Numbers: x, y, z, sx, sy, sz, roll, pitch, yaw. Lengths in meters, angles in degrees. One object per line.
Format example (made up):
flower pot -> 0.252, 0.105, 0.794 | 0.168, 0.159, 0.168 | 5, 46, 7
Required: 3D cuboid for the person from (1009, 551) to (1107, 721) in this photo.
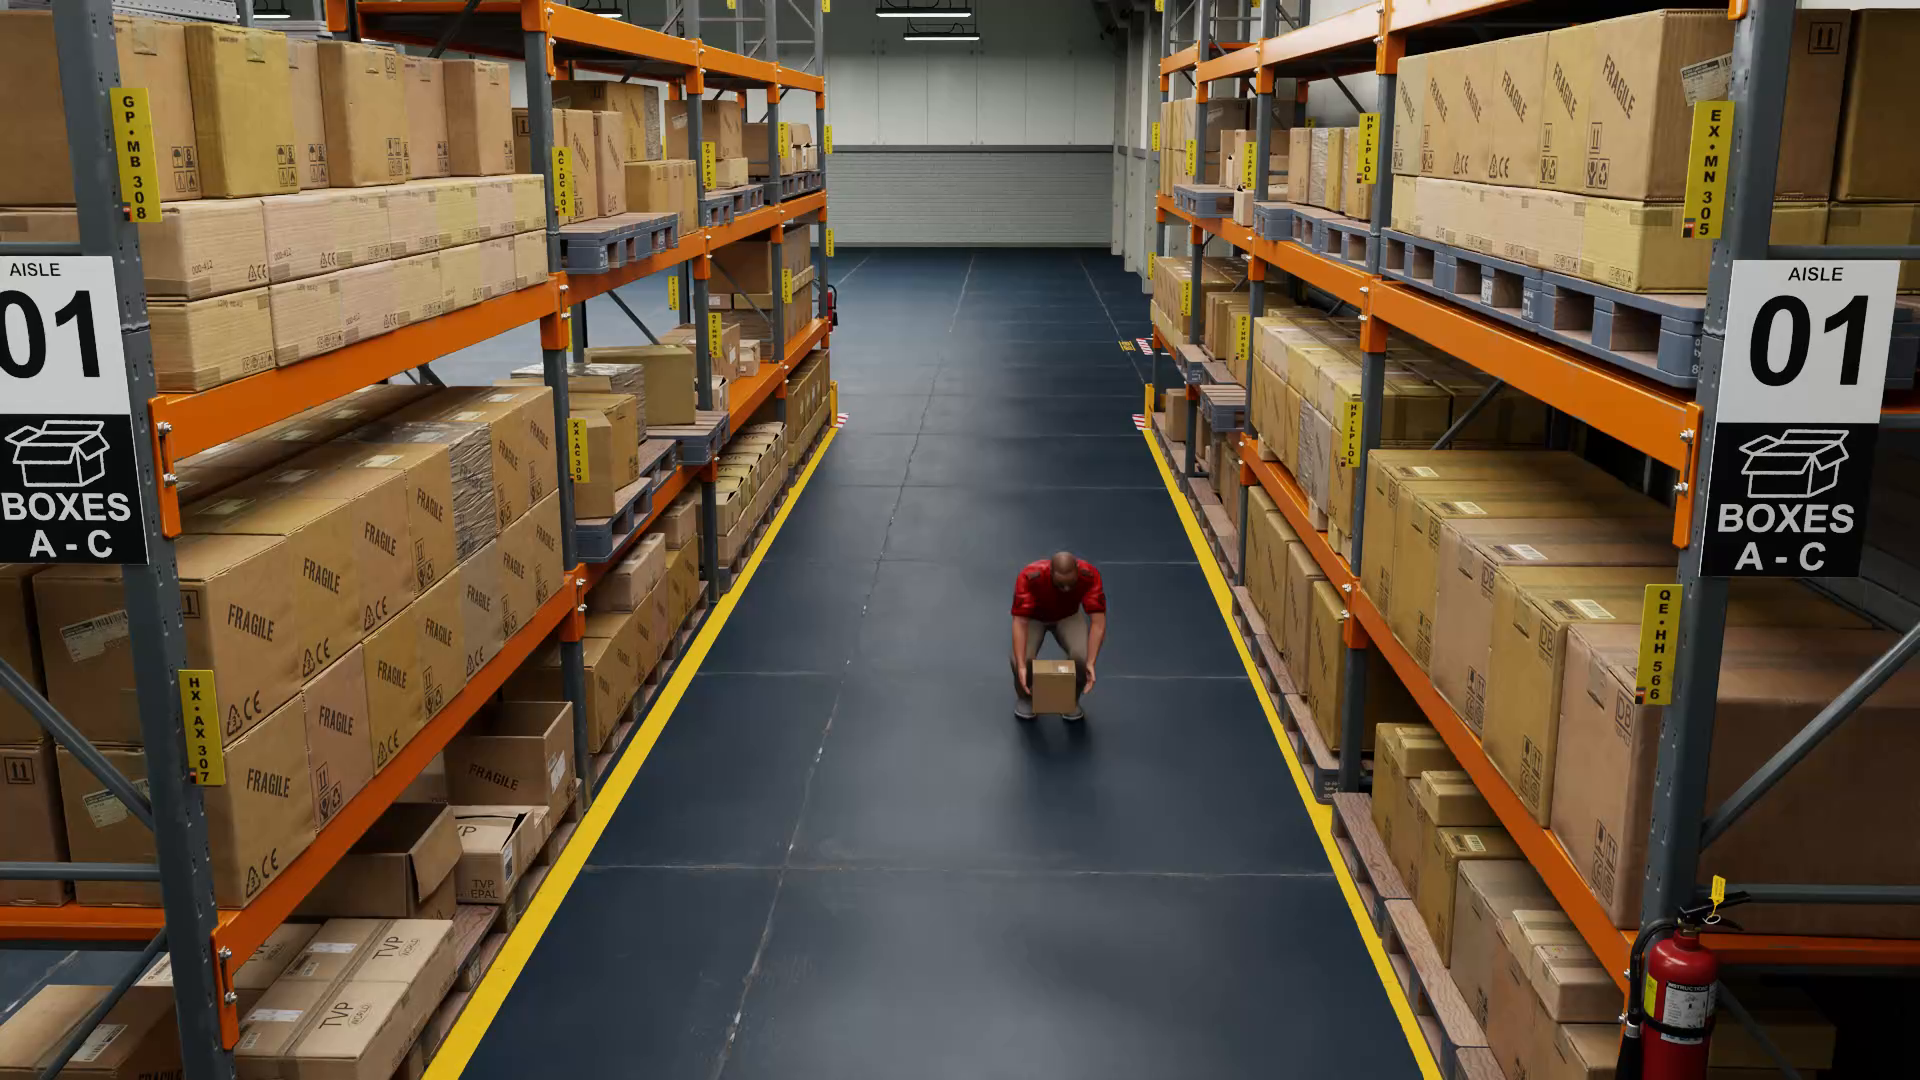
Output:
person -> 0.589, 0.541, 10.096 | 0.576, 1.130, 0.820 | 0, 14, 1
